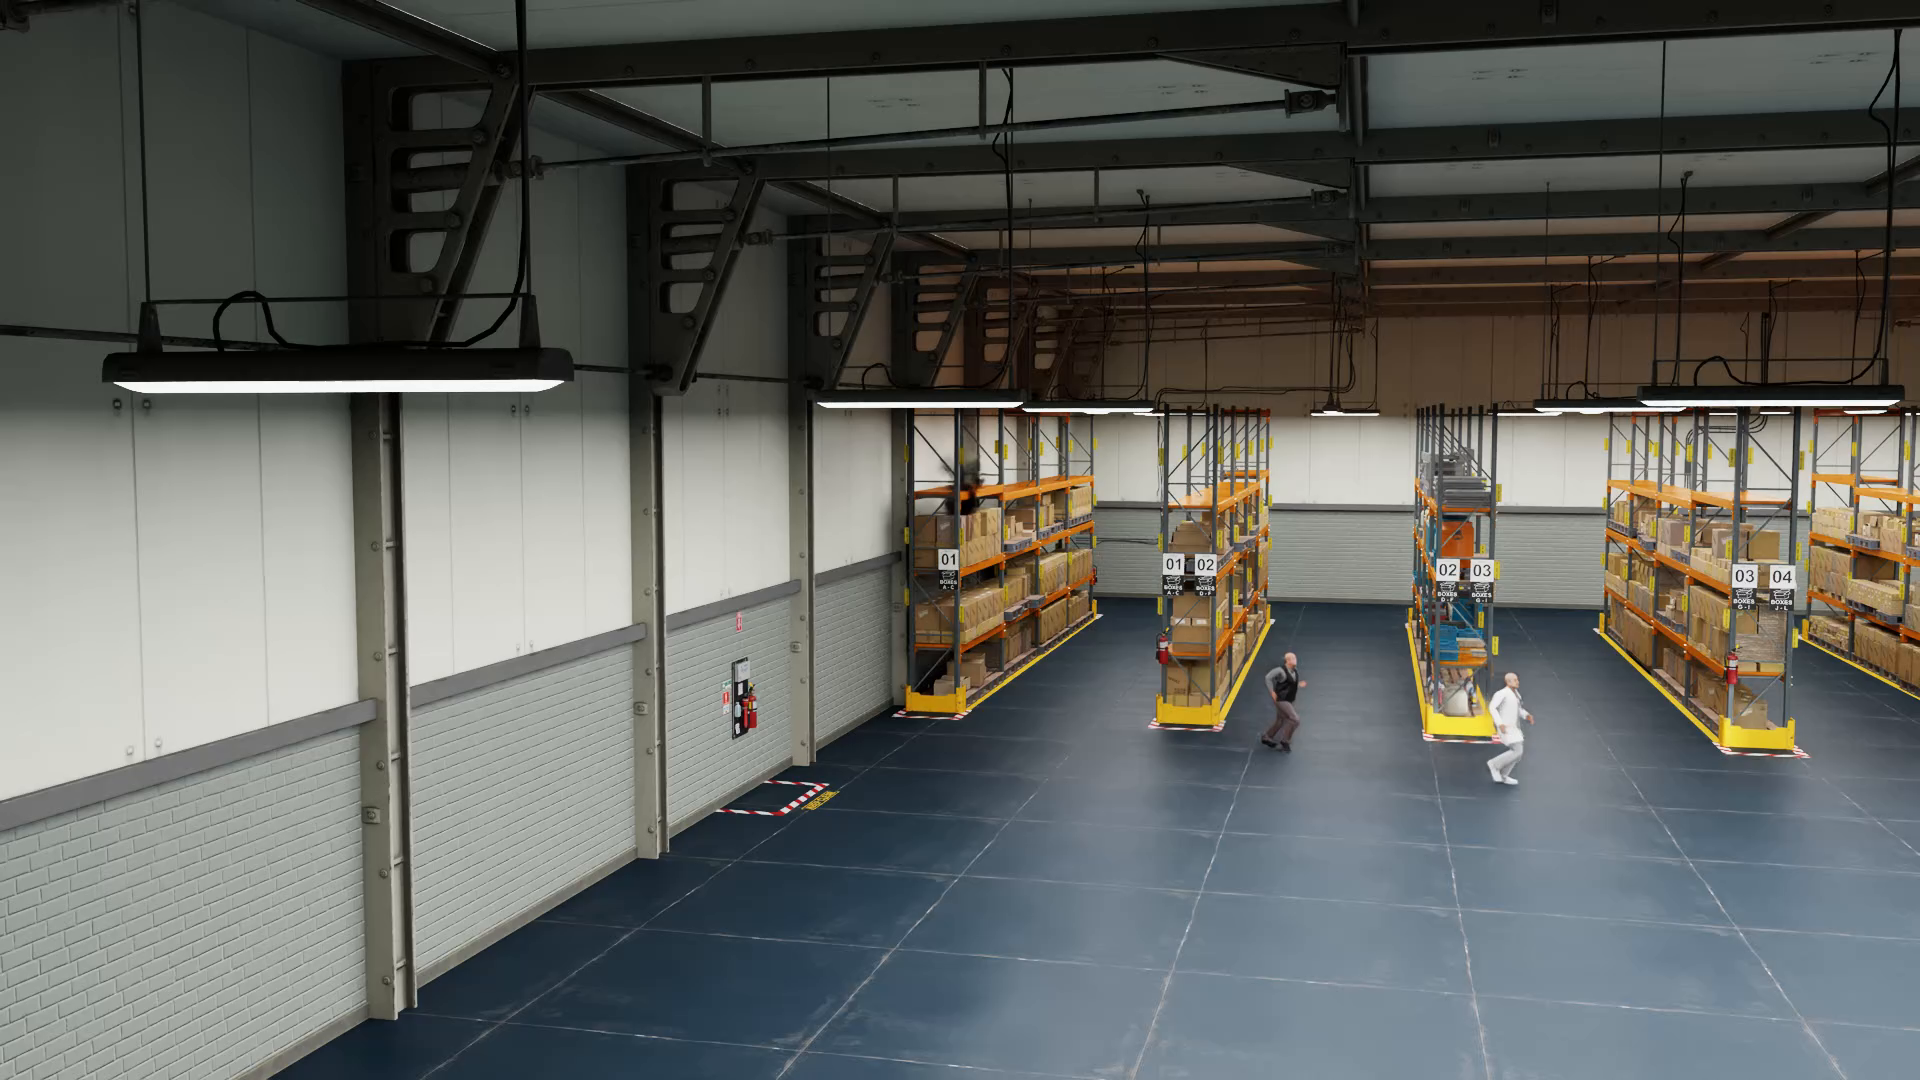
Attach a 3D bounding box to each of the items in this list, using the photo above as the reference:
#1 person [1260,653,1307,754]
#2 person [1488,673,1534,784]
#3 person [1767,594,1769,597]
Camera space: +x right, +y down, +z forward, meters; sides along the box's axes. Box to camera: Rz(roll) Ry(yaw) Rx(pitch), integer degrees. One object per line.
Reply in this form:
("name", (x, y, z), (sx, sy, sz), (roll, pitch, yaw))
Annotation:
("person", (5.559, 2.806, 28.585), (0.830, 1.759, 0.615), (3, 5, 34))
("person", (8.634, 2.955, 26.055), (0.629, 1.746, 0.723), (3, 5, 39))
("person", (20.848, 1.690, 43.716), (0.656, 1.782, 0.734), (-3, 5, -35))
